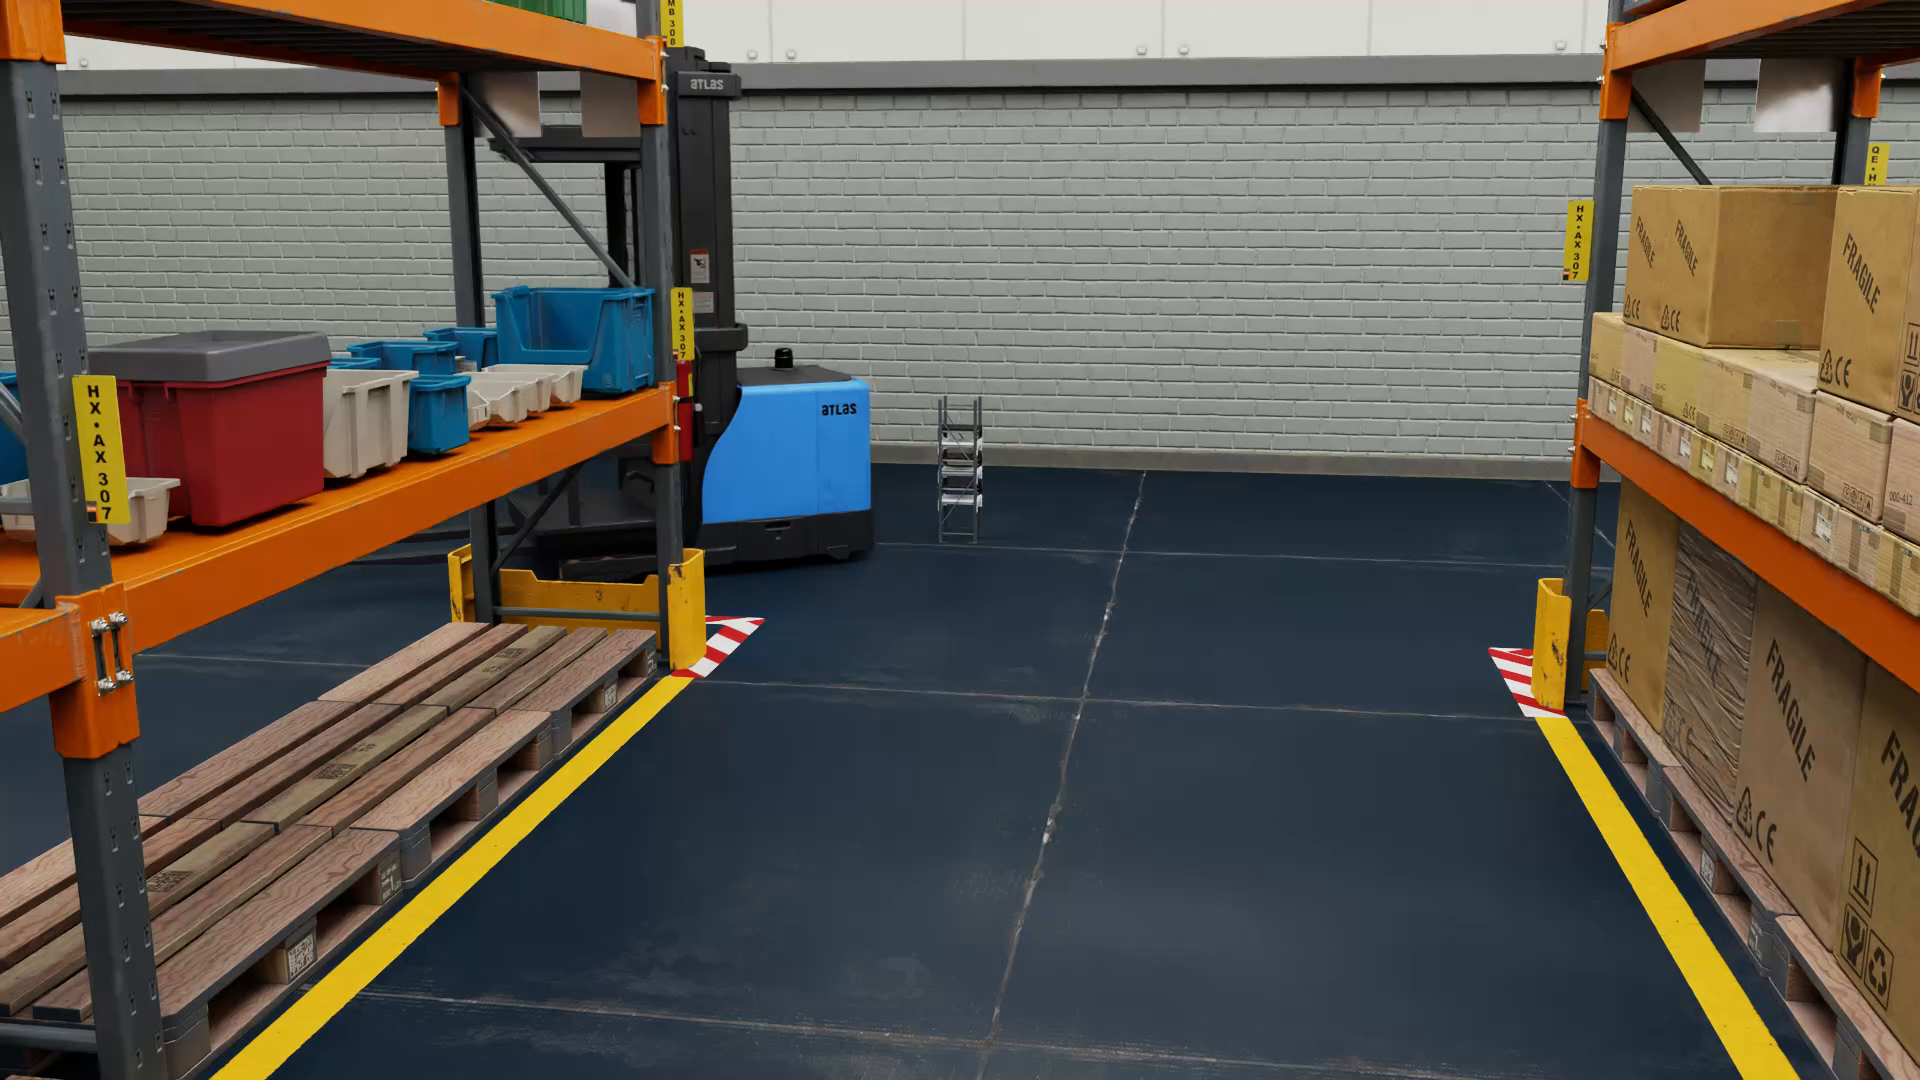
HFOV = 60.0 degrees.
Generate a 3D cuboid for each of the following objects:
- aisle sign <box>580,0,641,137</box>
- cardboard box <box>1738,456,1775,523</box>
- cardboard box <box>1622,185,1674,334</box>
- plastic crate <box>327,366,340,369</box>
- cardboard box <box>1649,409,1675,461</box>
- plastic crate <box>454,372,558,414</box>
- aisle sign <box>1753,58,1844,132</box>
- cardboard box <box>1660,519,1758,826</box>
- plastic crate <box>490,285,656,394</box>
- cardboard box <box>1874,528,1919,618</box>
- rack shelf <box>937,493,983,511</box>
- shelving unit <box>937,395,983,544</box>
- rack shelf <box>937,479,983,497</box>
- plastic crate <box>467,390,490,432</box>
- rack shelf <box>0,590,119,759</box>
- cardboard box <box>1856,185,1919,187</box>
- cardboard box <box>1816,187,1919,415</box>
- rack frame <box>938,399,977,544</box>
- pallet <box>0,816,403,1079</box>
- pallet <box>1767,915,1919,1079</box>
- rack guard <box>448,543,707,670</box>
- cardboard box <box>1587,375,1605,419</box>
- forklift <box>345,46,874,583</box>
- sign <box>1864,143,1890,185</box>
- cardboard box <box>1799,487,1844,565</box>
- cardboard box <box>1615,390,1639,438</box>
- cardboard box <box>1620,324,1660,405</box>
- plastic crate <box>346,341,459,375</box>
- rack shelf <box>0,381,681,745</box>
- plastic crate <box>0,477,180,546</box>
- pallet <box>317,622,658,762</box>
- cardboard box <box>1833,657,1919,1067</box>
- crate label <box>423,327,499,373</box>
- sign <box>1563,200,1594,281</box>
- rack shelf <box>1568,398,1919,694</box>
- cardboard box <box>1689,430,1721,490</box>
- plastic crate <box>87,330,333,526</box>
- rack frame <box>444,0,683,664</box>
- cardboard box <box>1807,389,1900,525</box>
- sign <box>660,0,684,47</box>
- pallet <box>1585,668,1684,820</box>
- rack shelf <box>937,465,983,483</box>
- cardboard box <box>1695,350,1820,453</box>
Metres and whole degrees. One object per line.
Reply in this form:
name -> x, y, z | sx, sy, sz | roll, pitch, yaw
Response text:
aisle sign -> -1.500, -2.188, 7.355 | 0.394, 0.787, 0.004 | 2, 12, 9
cardboard box -> 2.399, -0.137, 4.607 | 0.380, 0.149, 0.250 | 2, 12, 8
cardboard box -> 2.676, -0.995, 5.858 | 0.500, 0.500, 0.500 | 2, 12, 7
plastic crate -> -2.412, -0.482, 5.864 | 0.416, 0.233, 0.300 | 2, 12, 9
cardboard box -> 2.557, -0.351, 5.599 | 0.380, 0.149, 0.250 | 2, 12, 8
plastic crate -> -1.806, -0.577, 6.532 | 0.396, 0.136, 0.243 | 2, 12, 9
aisle sign -> 3.401, -2.027, 6.609 | 0.394, 0.787, 0.004 | 2, 12, 9
cardboard box -> 2.934, 0.407, 5.529 | 0.875, 0.875, 0.875 | 2, 12, 9
plastic crate -> -1.667, -0.882, 7.242 | 0.616, 0.435, 0.499 | 2, 12, 9
cardboard box -> 2.241, 0.077, 3.614 | 0.380, 0.149, 0.250 | 2, 12, 10
rack shelf -> 0.001, -0.233, 10.451 | 0.258, 0.077, 0.200 | 2, 12, 9
shelving unit -> 0.001, -0.442, 10.406 | 0.258, 0.900, 0.210 | 2, 12, 9
rack shelf -> 0.001, -0.321, 10.432 | 0.258, 0.077, 0.200 | 2, 12, 9
plastic crate -> -1.852, -0.456, 5.971 | 0.298, 0.136, 0.250 | 2, 12, 9
rack shelf -> -2.723, 0.689, 1.884 | 1.077, 0.370, 4.000 | 2, 12, 9
cardboard box -> 3.279, -1.080, 6.254 | 0.500, 0.500, 0.500 | 2, 12, 9
cardboard box -> 2.366, -0.566, 3.868 | 0.500, 0.500, 0.500 | 2, 12, 9
rack frame -> -0.014, -0.420, 10.308 | 0.240, 0.900, 0.006 | 2, 12, 9
pallet -> -2.341, 1.130, 4.750 | 1.003, 0.211, 1.213 | 2, 12, 9
pallet -> 2.673, 1.289, 4.012 | 1.003, 0.211, 1.213 | 2, 12, 9
rack guard -> -1.809, 0.305, 7.892 | 1.175, 0.500, 0.348 | 2, 12, 9
cardboard box -> 2.713, -0.565, 6.592 | 0.380, 0.149, 0.250 | 2, 12, 9
forklift -> -2.080, -1.283, 9.488 | 3.031, 2.935, 1.130 | -5, 13, -23
sign -> 3.628, -1.412, 6.617 | 0.100, 0.325, 0.005 | 2, 12, 9
cardboard box -> 2.320, -0.030, 4.110 | 0.380, 0.149, 0.250 | 2, 12, 10
cardboard box -> 2.636, -0.458, 6.096 | 0.380, 0.149, 0.250 | 2, 12, 7
cardboard box -> 2.680, -0.624, 5.917 | 0.500, 0.250, 0.500 | 2, 12, 8
plastic crate -> -2.265, -0.681, 6.790 | 0.416, 0.233, 0.300 | 2, 12, 9
rack shelf -> -2.108, -0.144, 5.747 | 1.077, 0.370, 4.000 | 2, 12, 9
plastic crate -> -2.203, -0.072, 4.189 | 0.396, 0.136, 0.243 | 2, 12, 9
pallet -> -1.965, 0.622, 7.106 | 1.003, 0.211, 1.213 | 2, 12, 9
cardboard box -> 2.659, 0.780, 3.800 | 0.875, 0.875, 0.875 | 2, 12, 9
crate label -> -2.164, -0.818, 7.426 | 0.416, 0.233, 0.303 | 2, 12, 9
sign -> 2.546, -1.232, 6.848 | 0.100, 0.325, 0.005 | 2, 12, 9
rack shelf -> 2.786, 0.017, 5.003 | 1.077, 0.370, 4.000 | 2, 12, 9
cardboard box -> 2.478, -0.245, 5.106 | 0.380, 0.149, 0.250 | 2, 12, 7
plastic crate -> -2.030, -0.317, 4.551 | 0.402, 0.464, 0.583 | 2, 12, 9
rack frame -> -1.800, -0.912, 7.603 | 1.000, 3.000, 0.127 | 2, 12, 9
cardboard box -> 2.364, -0.199, 3.946 | 0.500, 0.250, 0.500 | 2, 12, 10
sign -> -1.254, -2.312, 7.231 | 0.100, 0.325, 0.005 | 2, 12, 9
pallet -> 3.048, 0.781, 6.368 | 1.003, 0.211, 1.213 | 2, 12, 9
rack shelf -> 0.001, -0.409, 10.413 | 0.258, 0.077, 0.200 | 2, 12, 9
cardboard box -> 2.524, -0.410, 4.927 | 0.500, 0.250, 0.500 | 2, 12, 8
